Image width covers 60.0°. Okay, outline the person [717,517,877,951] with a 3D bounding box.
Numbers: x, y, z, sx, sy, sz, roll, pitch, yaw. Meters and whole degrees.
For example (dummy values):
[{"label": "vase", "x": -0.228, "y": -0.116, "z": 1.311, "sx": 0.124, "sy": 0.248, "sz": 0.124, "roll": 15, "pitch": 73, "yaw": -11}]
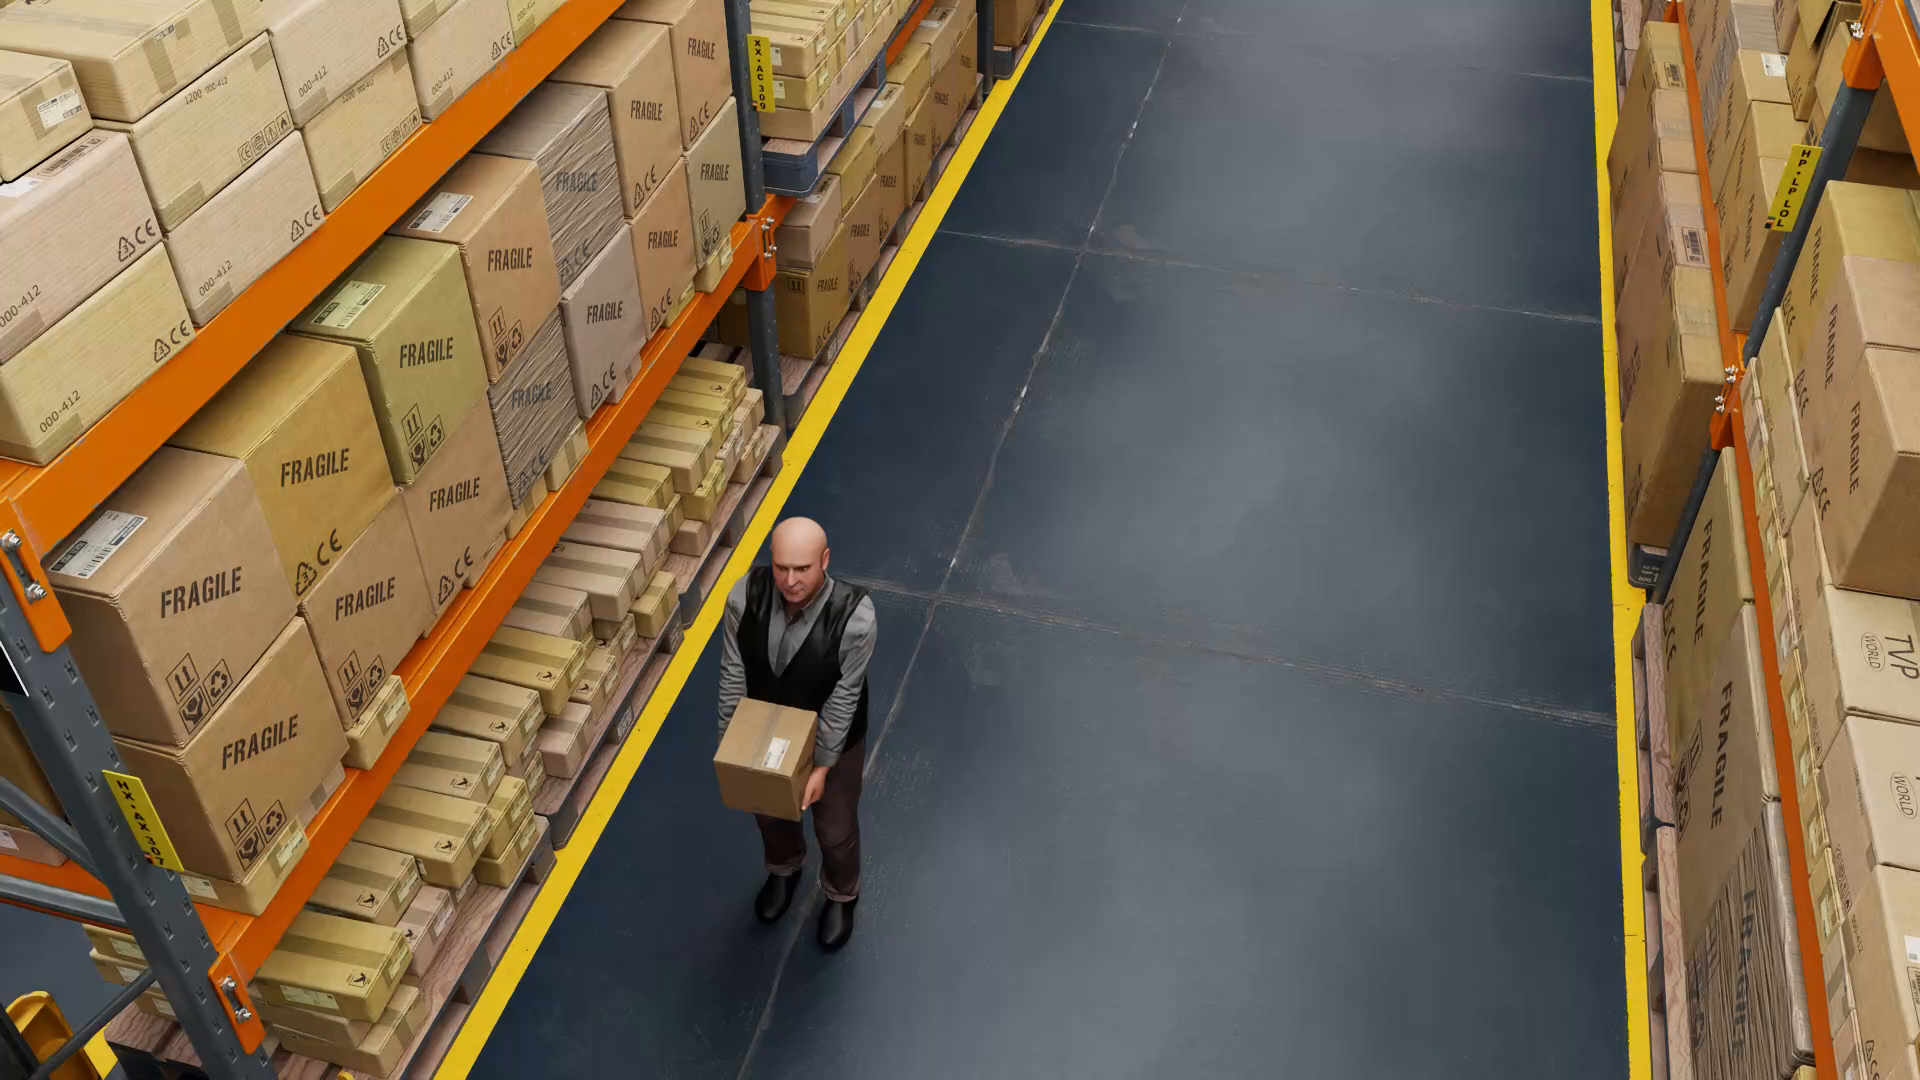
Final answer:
[{"label": "person", "x": -0.525, "y": 0.690, "z": 5.380, "sx": 0.495, "sy": 1.718, "sz": 0.526, "roll": 10, "pitch": 42, "yaw": 12}]
